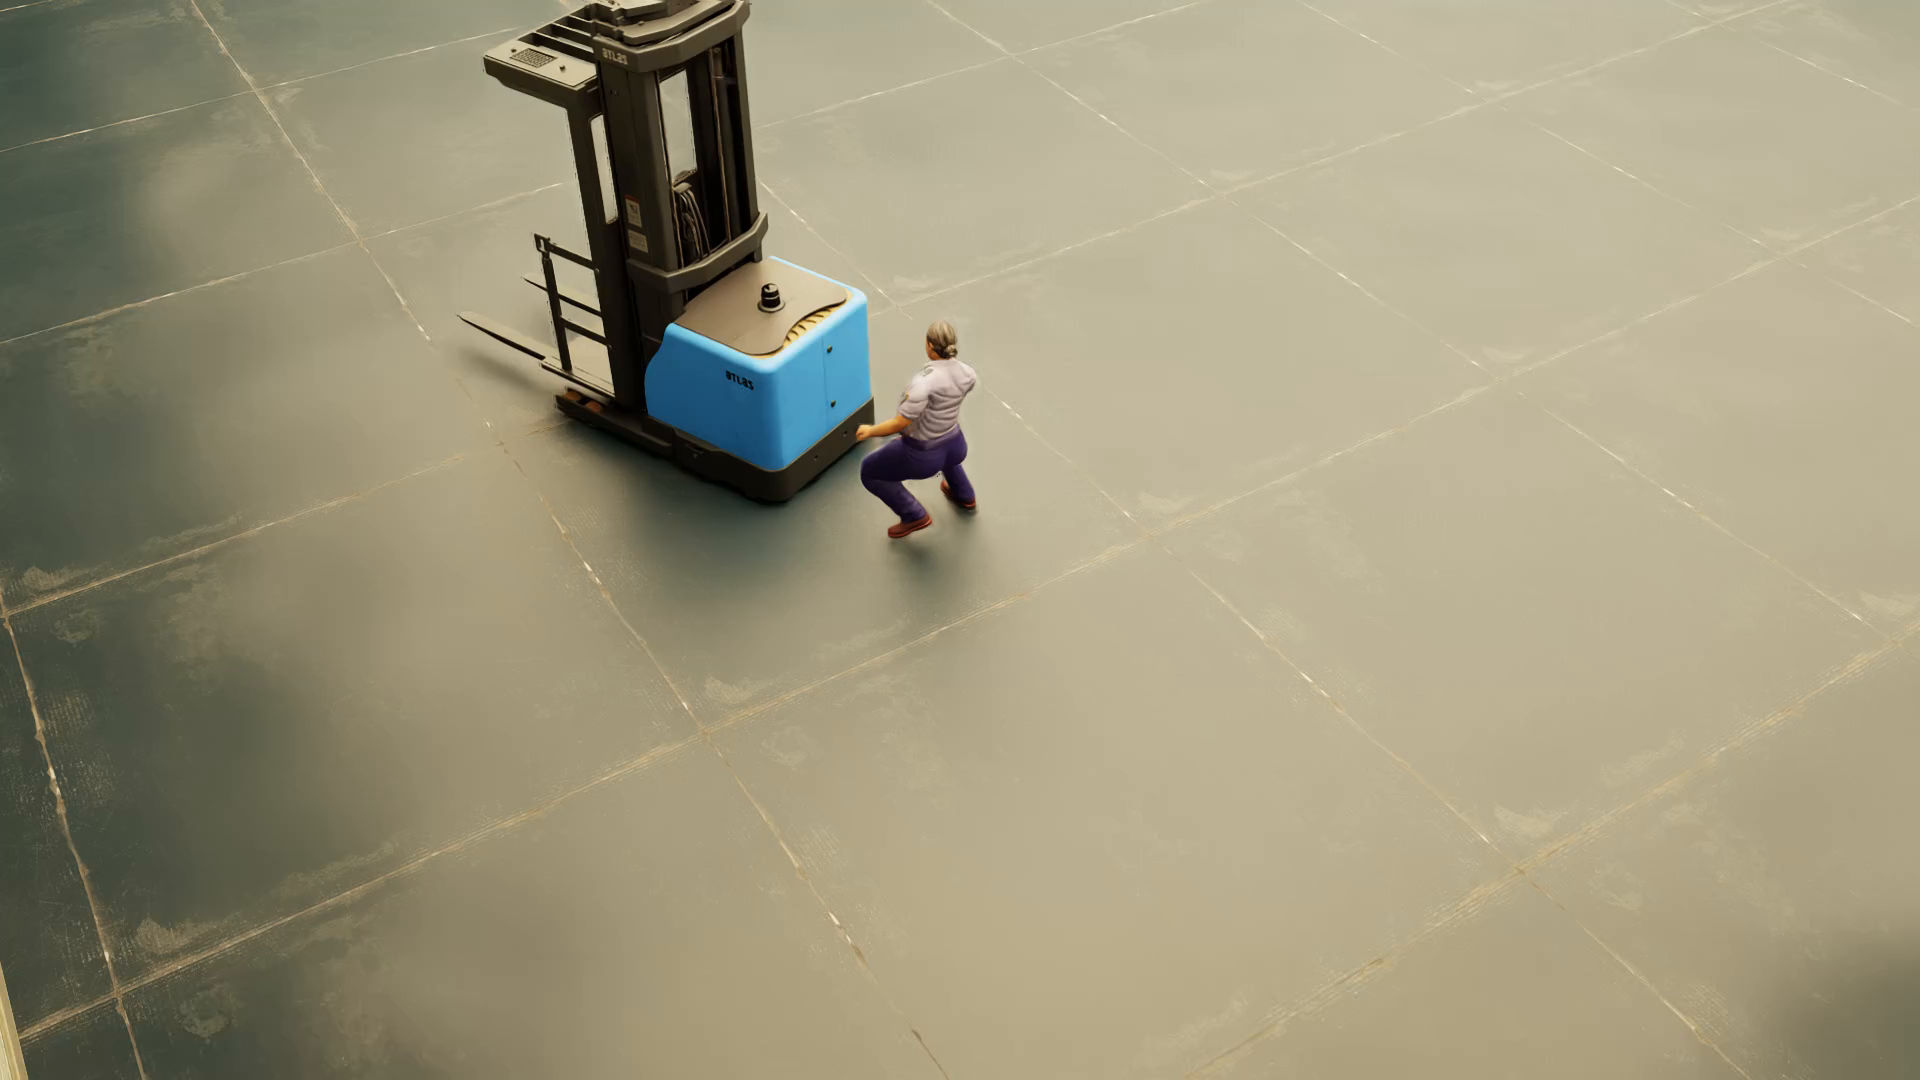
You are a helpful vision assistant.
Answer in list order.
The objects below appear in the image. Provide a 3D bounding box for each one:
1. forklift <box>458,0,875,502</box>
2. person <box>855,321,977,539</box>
[{"bbox_3d":[-2.055,-2.110,10.285,3.031,2.935,1.130,25,47,25],"label":"forklift"},{"bbox_3d":[-0.216,-0.656,9.709,0.824,1.492,0.587,-32,50,-31],"label":"person"}]
